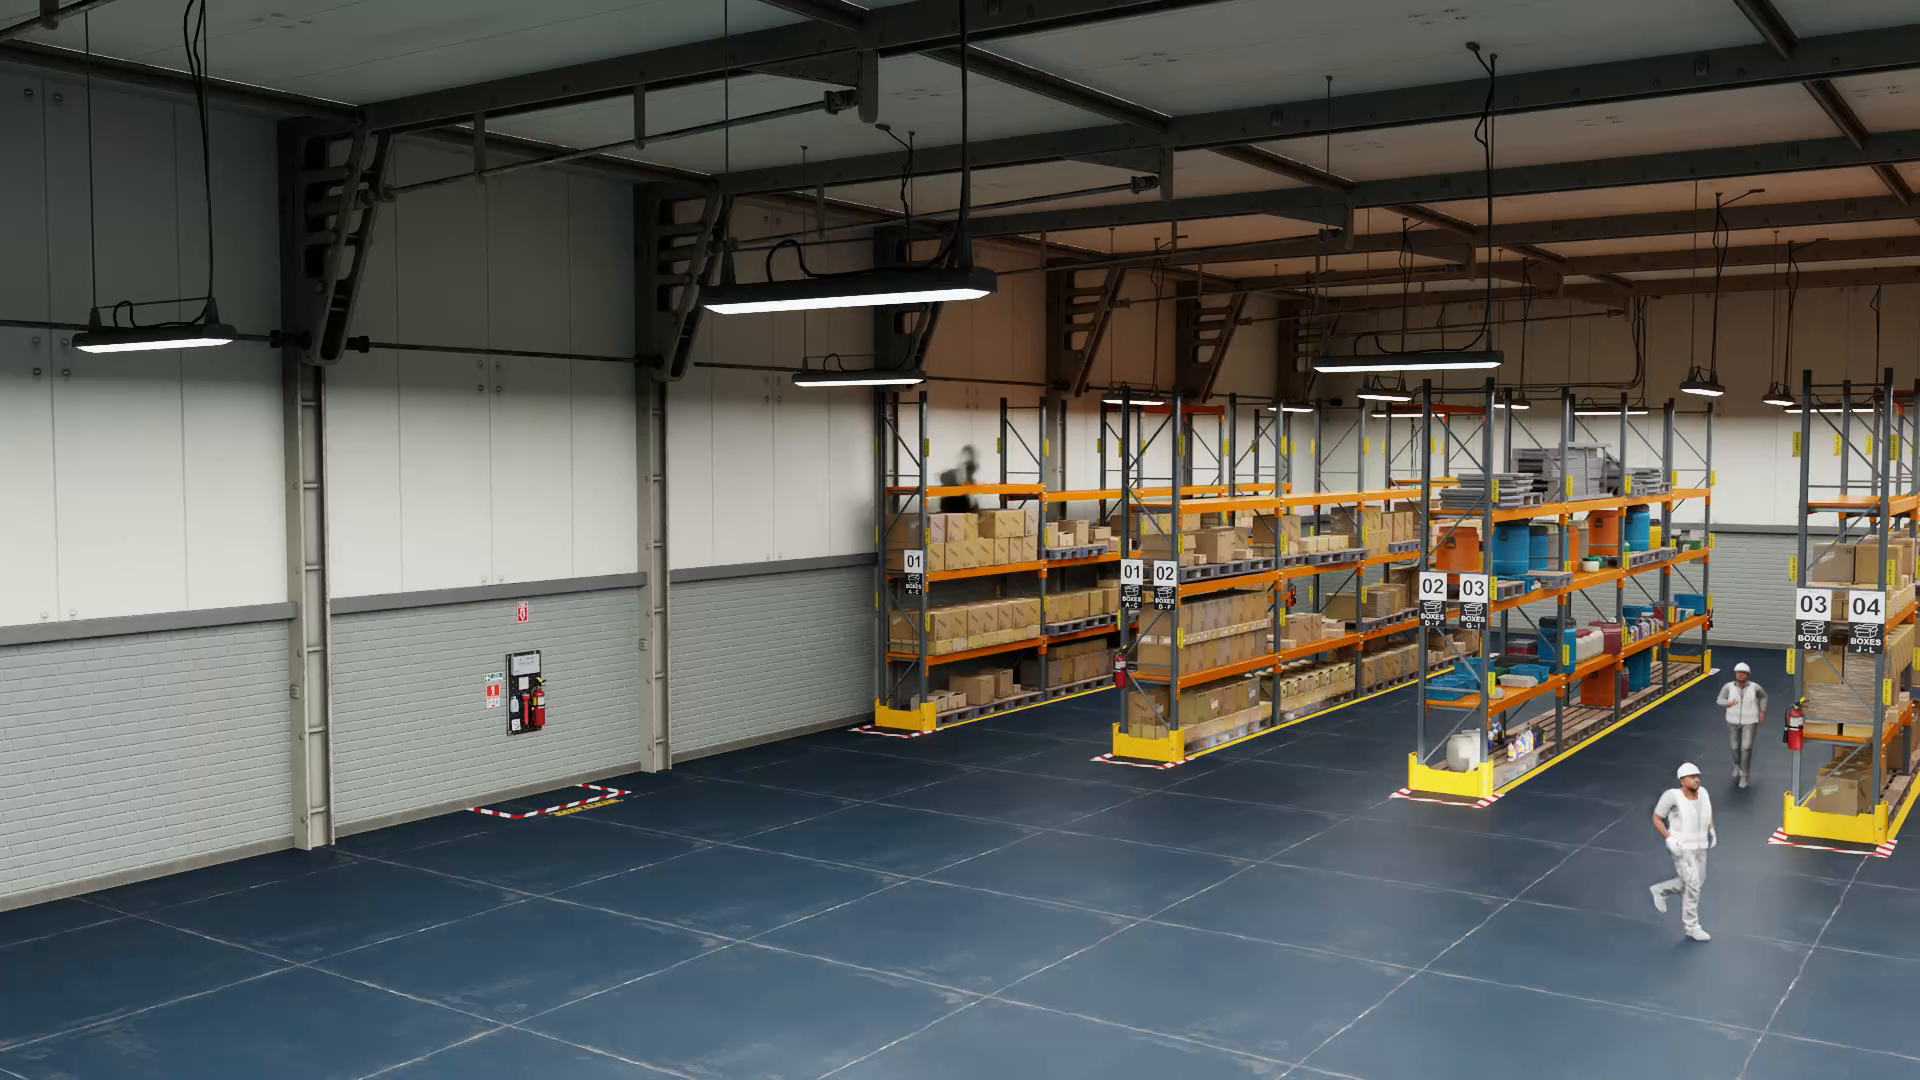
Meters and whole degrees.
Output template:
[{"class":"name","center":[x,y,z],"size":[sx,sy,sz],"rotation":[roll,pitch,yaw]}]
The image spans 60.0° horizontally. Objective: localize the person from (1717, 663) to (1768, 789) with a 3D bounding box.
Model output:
[{"class":"person","center":[11.622,2.731,24.741],"size":[0.658,1.828,0.828],"rotation":[2,4,33]}]

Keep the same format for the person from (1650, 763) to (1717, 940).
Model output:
[{"class":"person","center":[7.453,3.161,17.141],"size":[0.679,1.772,0.822],"rotation":[-1,3,-20]}]
